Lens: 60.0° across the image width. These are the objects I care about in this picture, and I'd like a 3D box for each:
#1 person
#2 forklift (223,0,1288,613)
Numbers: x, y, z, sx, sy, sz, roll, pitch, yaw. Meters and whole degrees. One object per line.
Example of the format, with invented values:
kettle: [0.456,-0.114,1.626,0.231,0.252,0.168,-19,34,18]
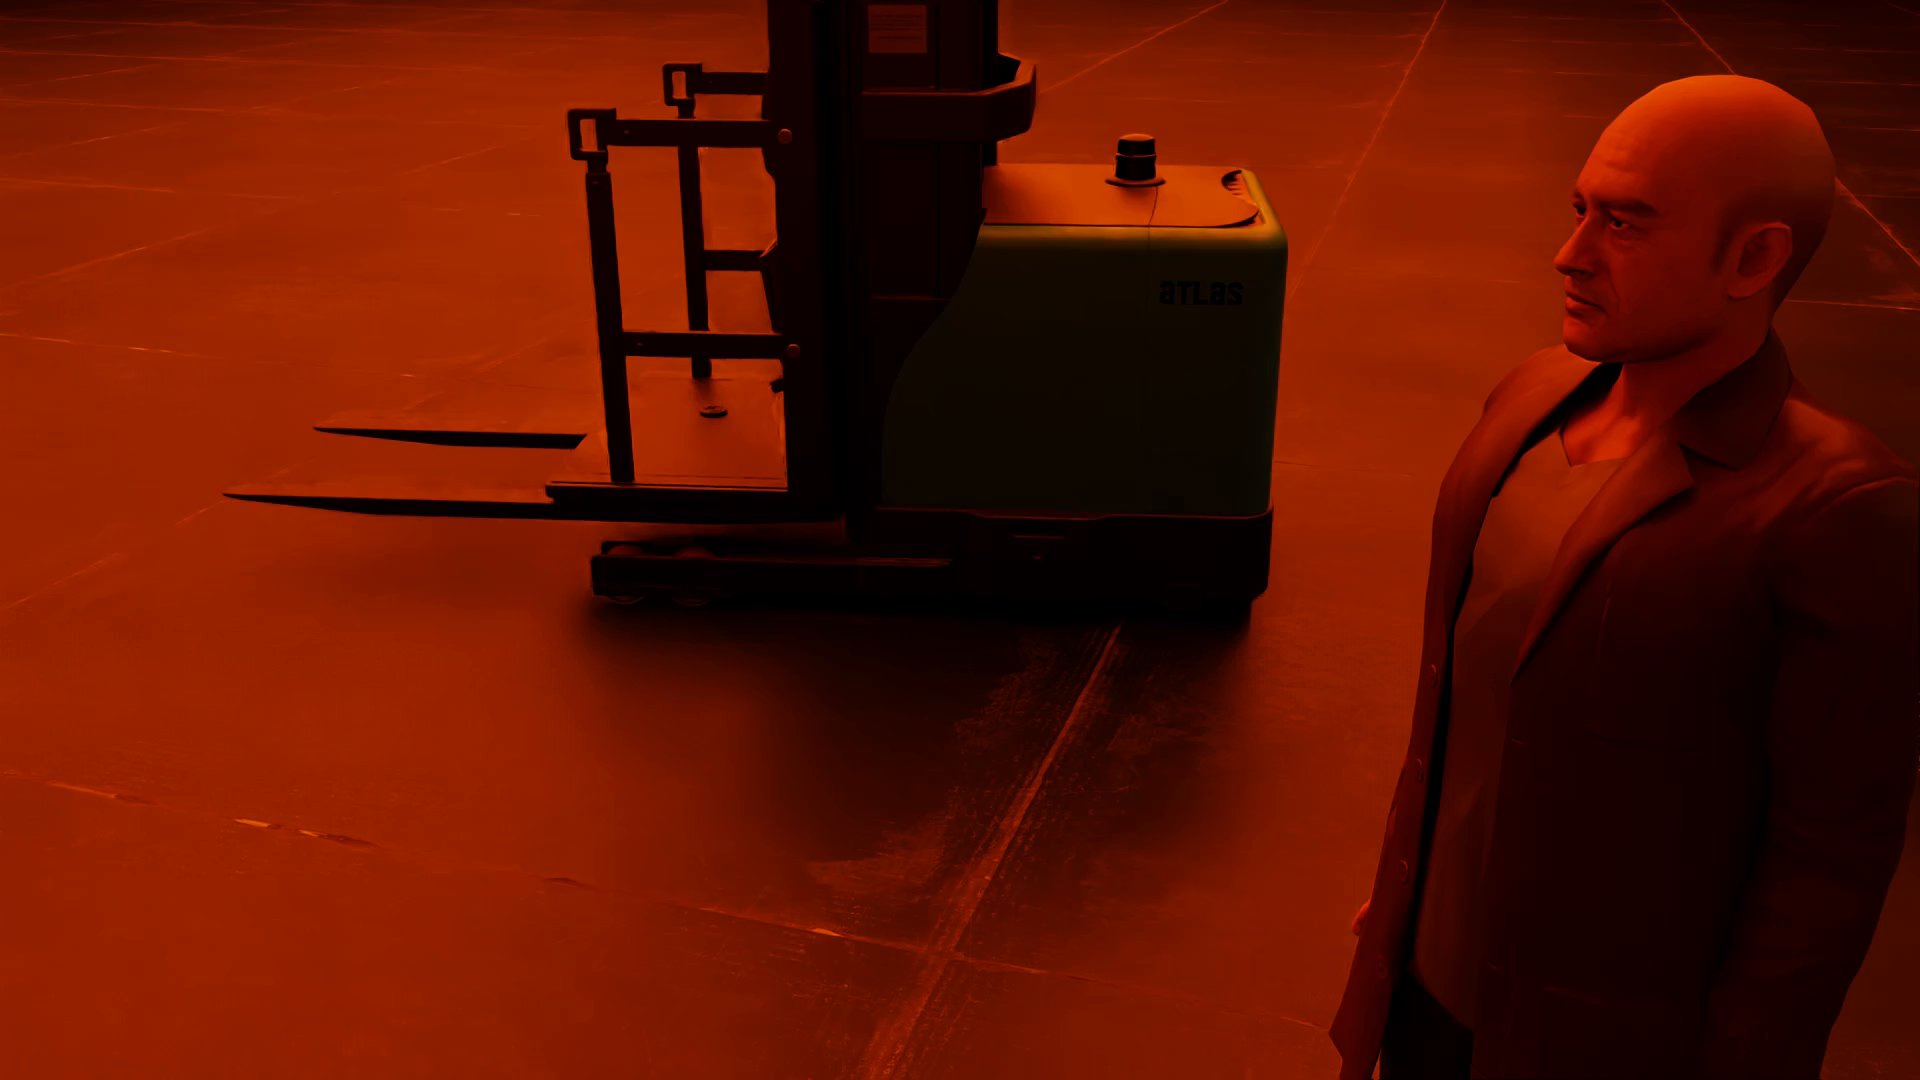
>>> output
person: [0.588,0.443,1.710,0.381,1.783,0.566,-8,24,-19]
forklift: [-0.625,-1.366,4.588,3.031,2.935,1.130,2,22,4]
